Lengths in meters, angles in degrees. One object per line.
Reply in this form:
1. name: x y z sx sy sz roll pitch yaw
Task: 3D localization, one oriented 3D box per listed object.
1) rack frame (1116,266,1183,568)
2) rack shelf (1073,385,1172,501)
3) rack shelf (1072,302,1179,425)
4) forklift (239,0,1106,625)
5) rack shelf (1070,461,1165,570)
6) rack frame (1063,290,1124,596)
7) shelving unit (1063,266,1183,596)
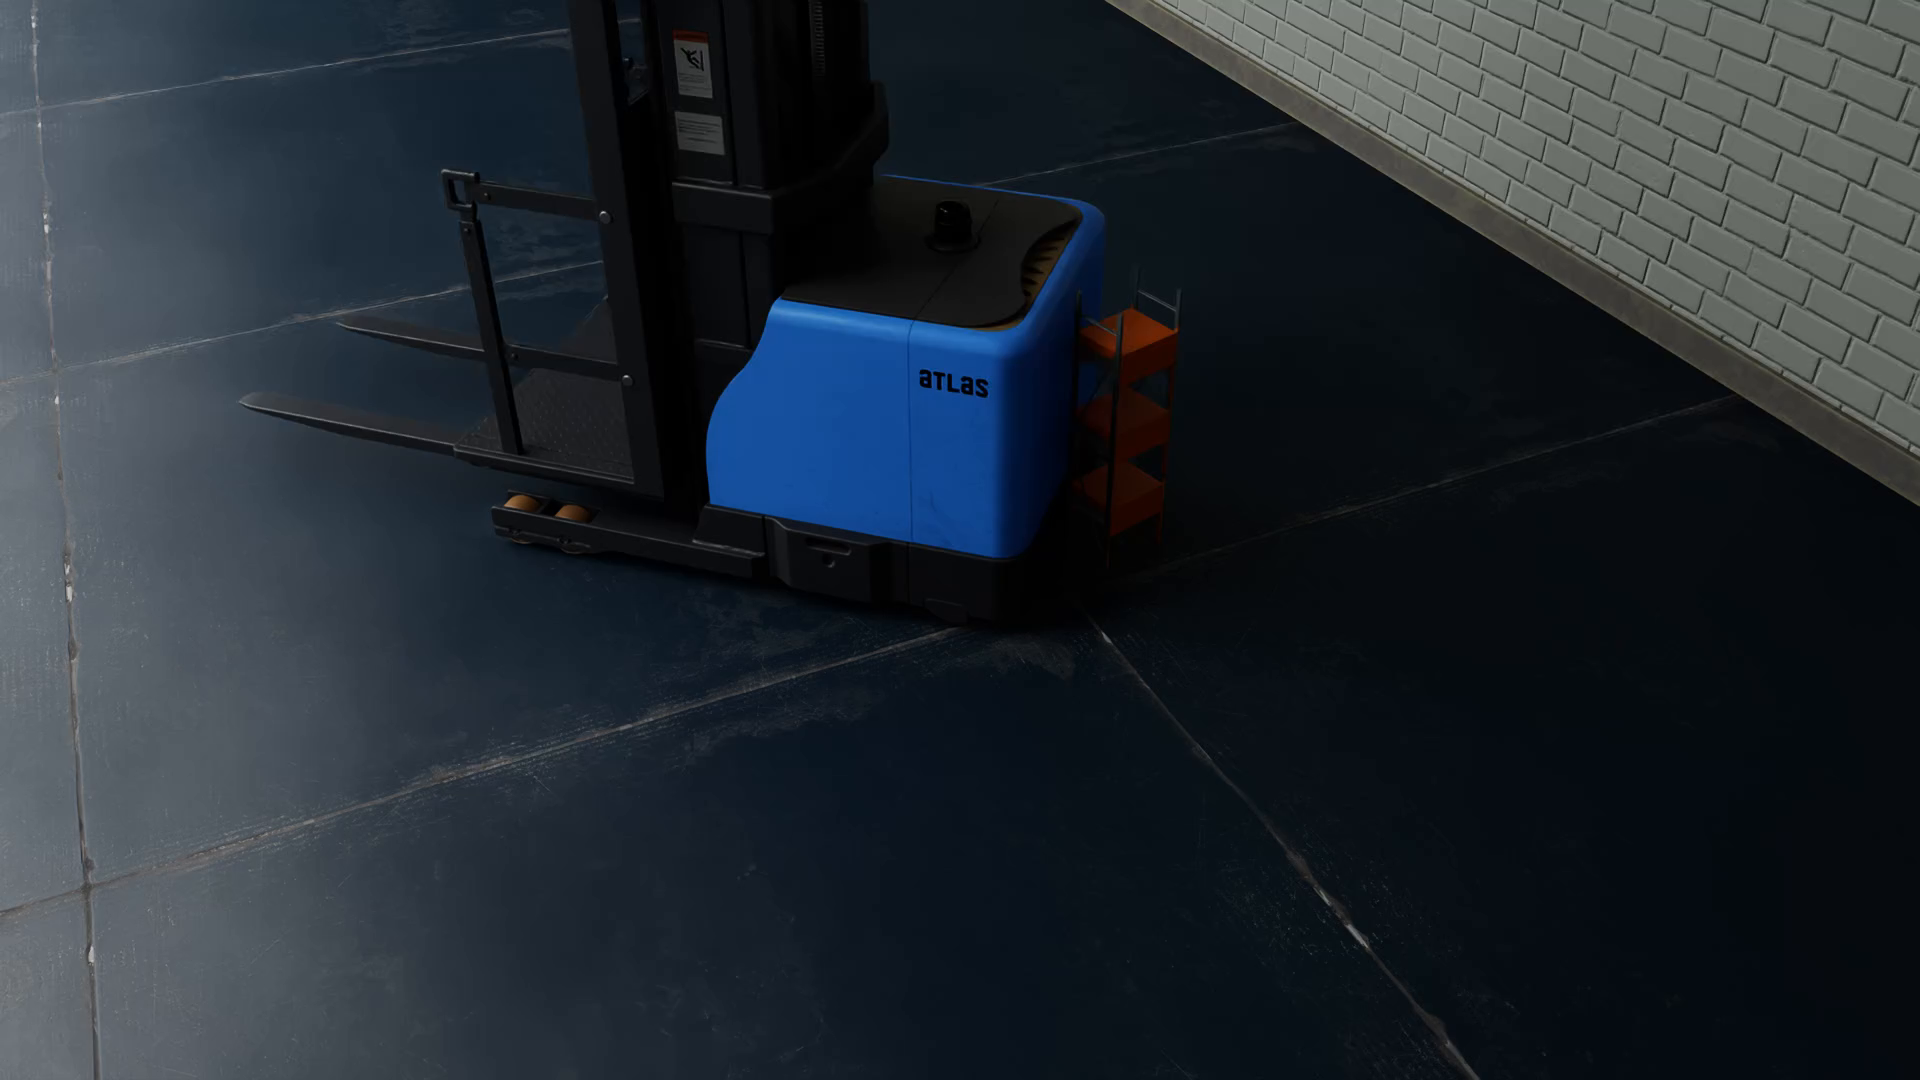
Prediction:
1. rack frame: 0.605 -0.374 5.373 0.008 1.050 0.200 -26 44 -30
2. rack shelf: 0.510 -0.320 5.318 0.240 0.259 0.215 -26 44 -30
3. rack shelf: 0.510 -0.548 5.149 0.240 0.259 0.215 -26 44 -30
4. forklift: -1.085 -1.415 5.198 3.031 2.935 1.130 11 38 14
5. rack shelf: 0.510 -0.097 5.483 0.240 0.259 0.215 -26 44 -30
6. rack frame: 0.415 -0.283 5.250 0.008 1.050 0.200 -26 44 -30
7. shelving unit: 0.510 -0.328 5.312 0.252 1.050 0.215 -26 44 -30
